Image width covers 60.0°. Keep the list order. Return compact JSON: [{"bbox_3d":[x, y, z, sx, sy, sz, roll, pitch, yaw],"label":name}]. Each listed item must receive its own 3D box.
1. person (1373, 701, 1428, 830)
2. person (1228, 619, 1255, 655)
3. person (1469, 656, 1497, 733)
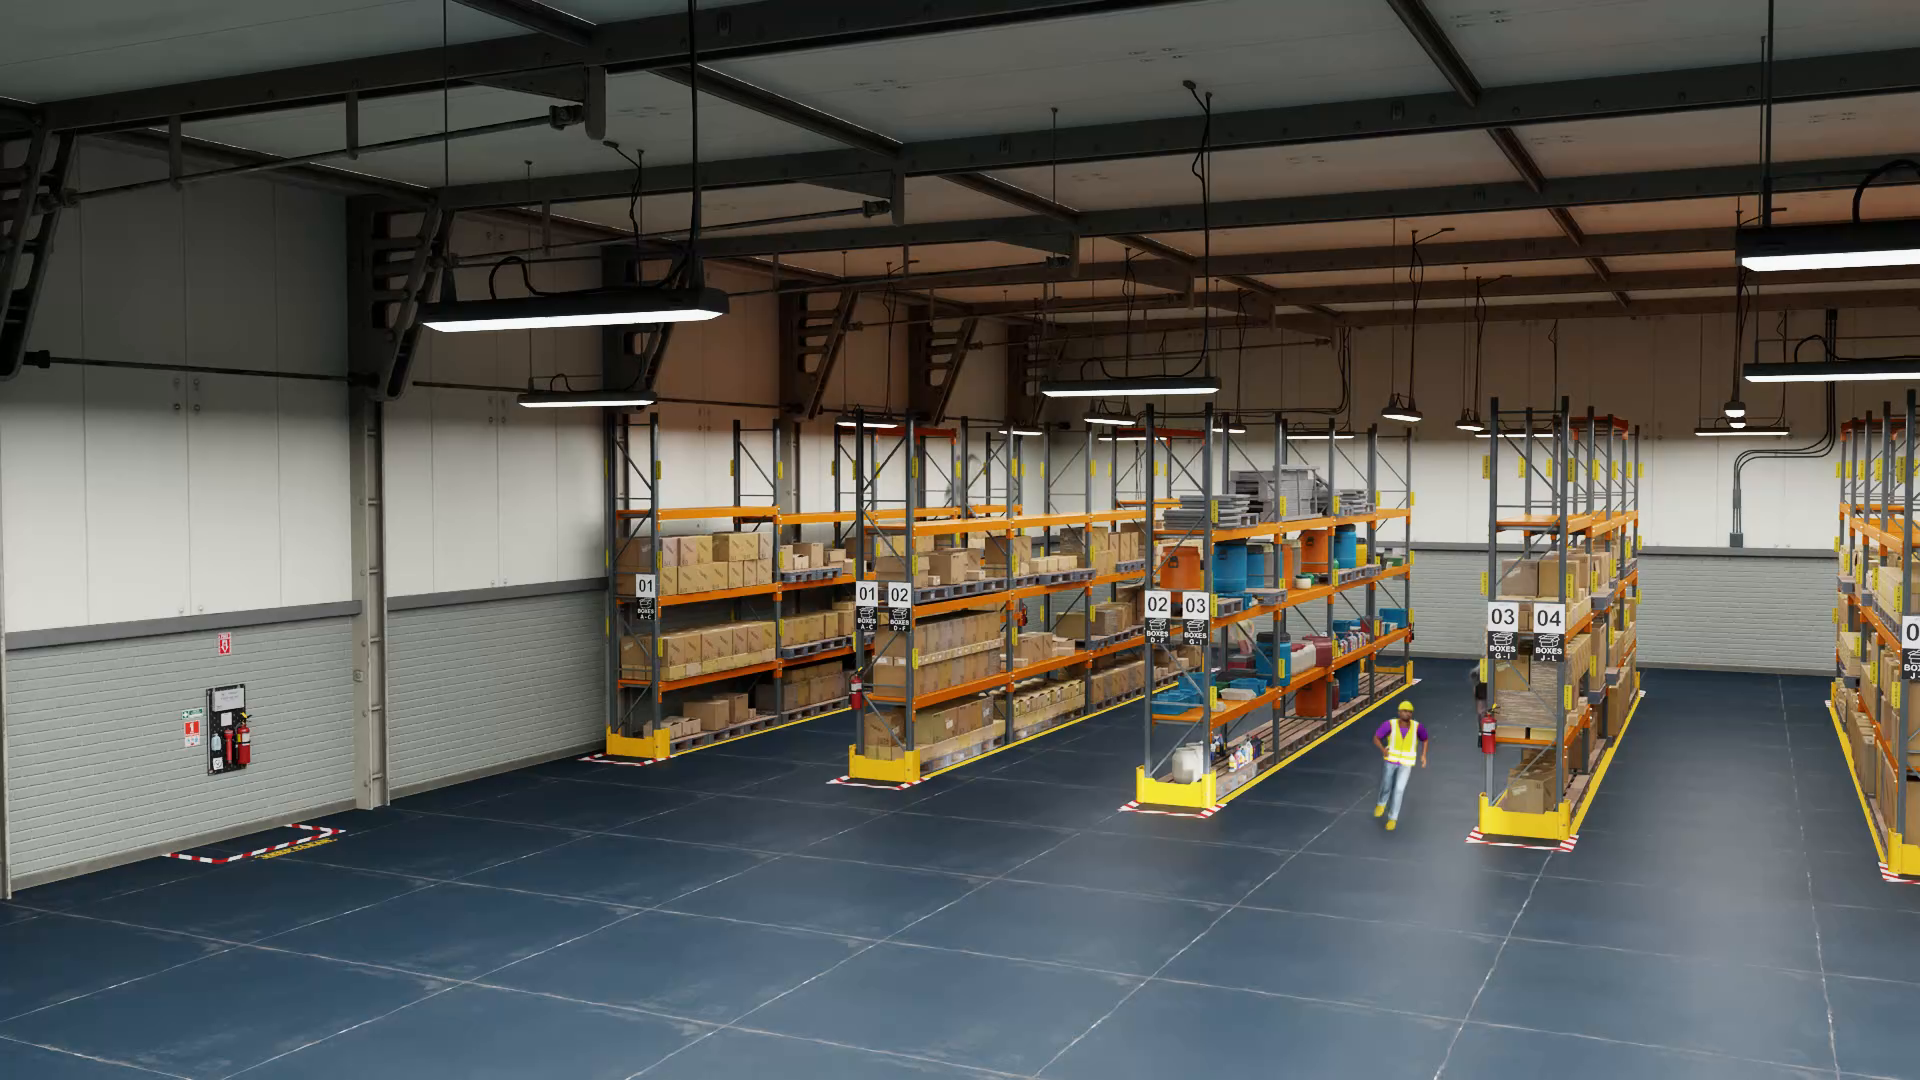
[{"bbox_3d":[6.186,3.134,23.363,0.762,1.741,0.966,1,2,14],"label":"person"},{"bbox_3d":[6.982,2.479,41.101,0.675,1.613,0.529,-1,2,-12],"label":"person"},{"bbox_3d":[9.522,2.928,29.958,0.679,1.731,0.960,1,3,25],"label":"person"}]
